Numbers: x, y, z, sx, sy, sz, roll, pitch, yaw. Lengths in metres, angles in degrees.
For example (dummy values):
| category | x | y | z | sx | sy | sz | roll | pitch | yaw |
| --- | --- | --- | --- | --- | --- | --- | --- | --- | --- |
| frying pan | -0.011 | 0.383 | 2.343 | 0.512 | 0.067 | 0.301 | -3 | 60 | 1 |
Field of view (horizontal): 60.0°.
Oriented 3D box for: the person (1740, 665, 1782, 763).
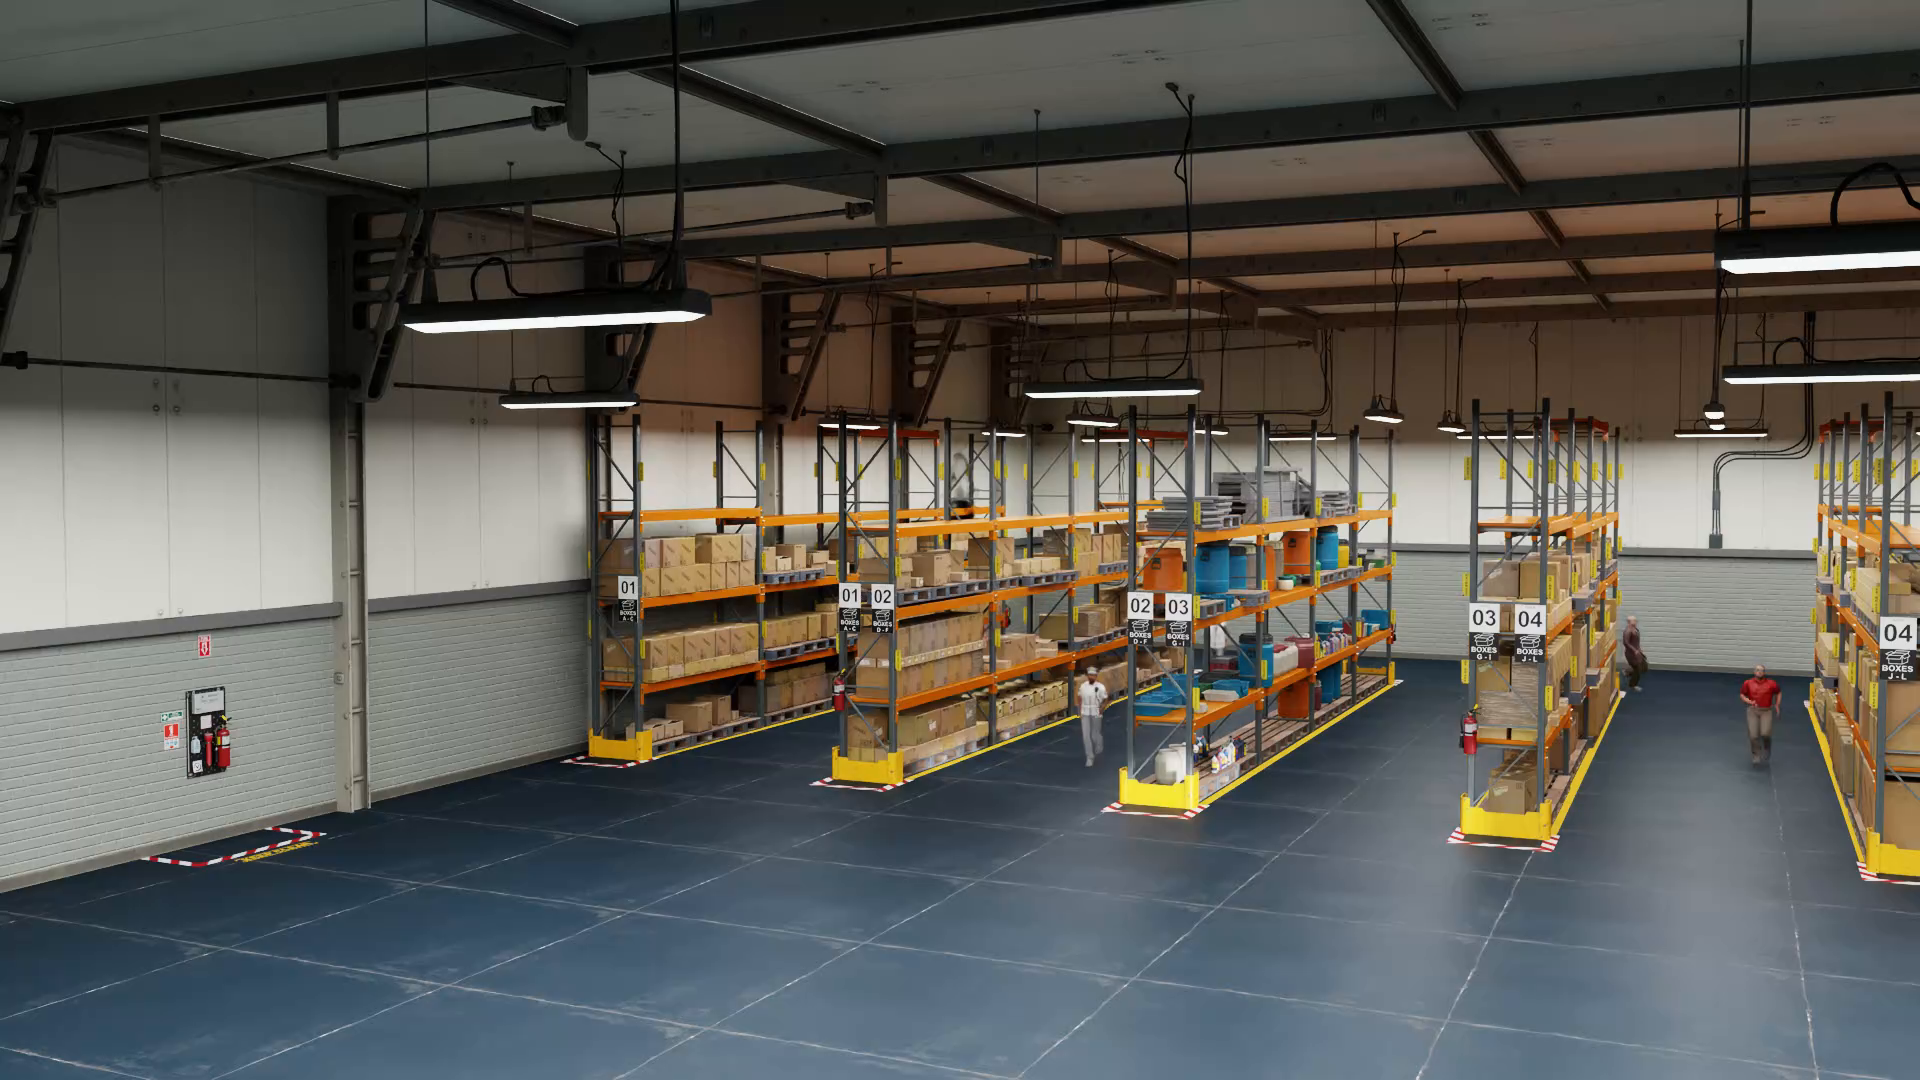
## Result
| category | x | y | z | sx | sy | sz | roll | pitch | yaw |
| --- | --- | --- | --- | --- | --- | --- | --- | --- | --- |
| person | 13.701 | 2.982 | 28.475 | 0.652 | 1.687 | 0.602 | 1 | 3 | 27 |

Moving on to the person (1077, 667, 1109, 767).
| category | x | y | z | sx | sy | sz | roll | pitch | yaw |
| --- | --- | --- | --- | --- | --- | --- | --- | --- | --- |
| person | 2.270 | 3.006 | 28.563 | 0.577 | 1.686 | 0.760 | 1 | 2 | 16 |

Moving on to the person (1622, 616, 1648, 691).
| category | x | y | z | sx | sy | sz | roll | pitch | yaw |
| --- | --- | --- | --- | --- | --- | --- | --- | --- | --- |
| person | 15.365 | 2.584 | 37.926 | 0.581 | 1.715 | 0.720 | 2 | 3 | 40 |

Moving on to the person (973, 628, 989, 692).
| category | x | y | z | sx | sy | sz | roll | pitch | yaw |
| --- | --- | --- | --- | --- | --- | --- | --- | --- | --- |
| person | 0.450 | 2.685 | 35.230 | 0.651 | 1.758 | 0.635 | 1 | 3 | 30 |

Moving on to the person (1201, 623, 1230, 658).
| category | x | y | z | sx | sy | sz | roll | pitch | yaw |
| --- | --- | --- | --- | --- | --- | --- | --- | --- | --- |
| person | 5.952 | 2.509 | 38.797 | 0.658 | 1.768 | 0.974 | 1 | 2 | 12 |
